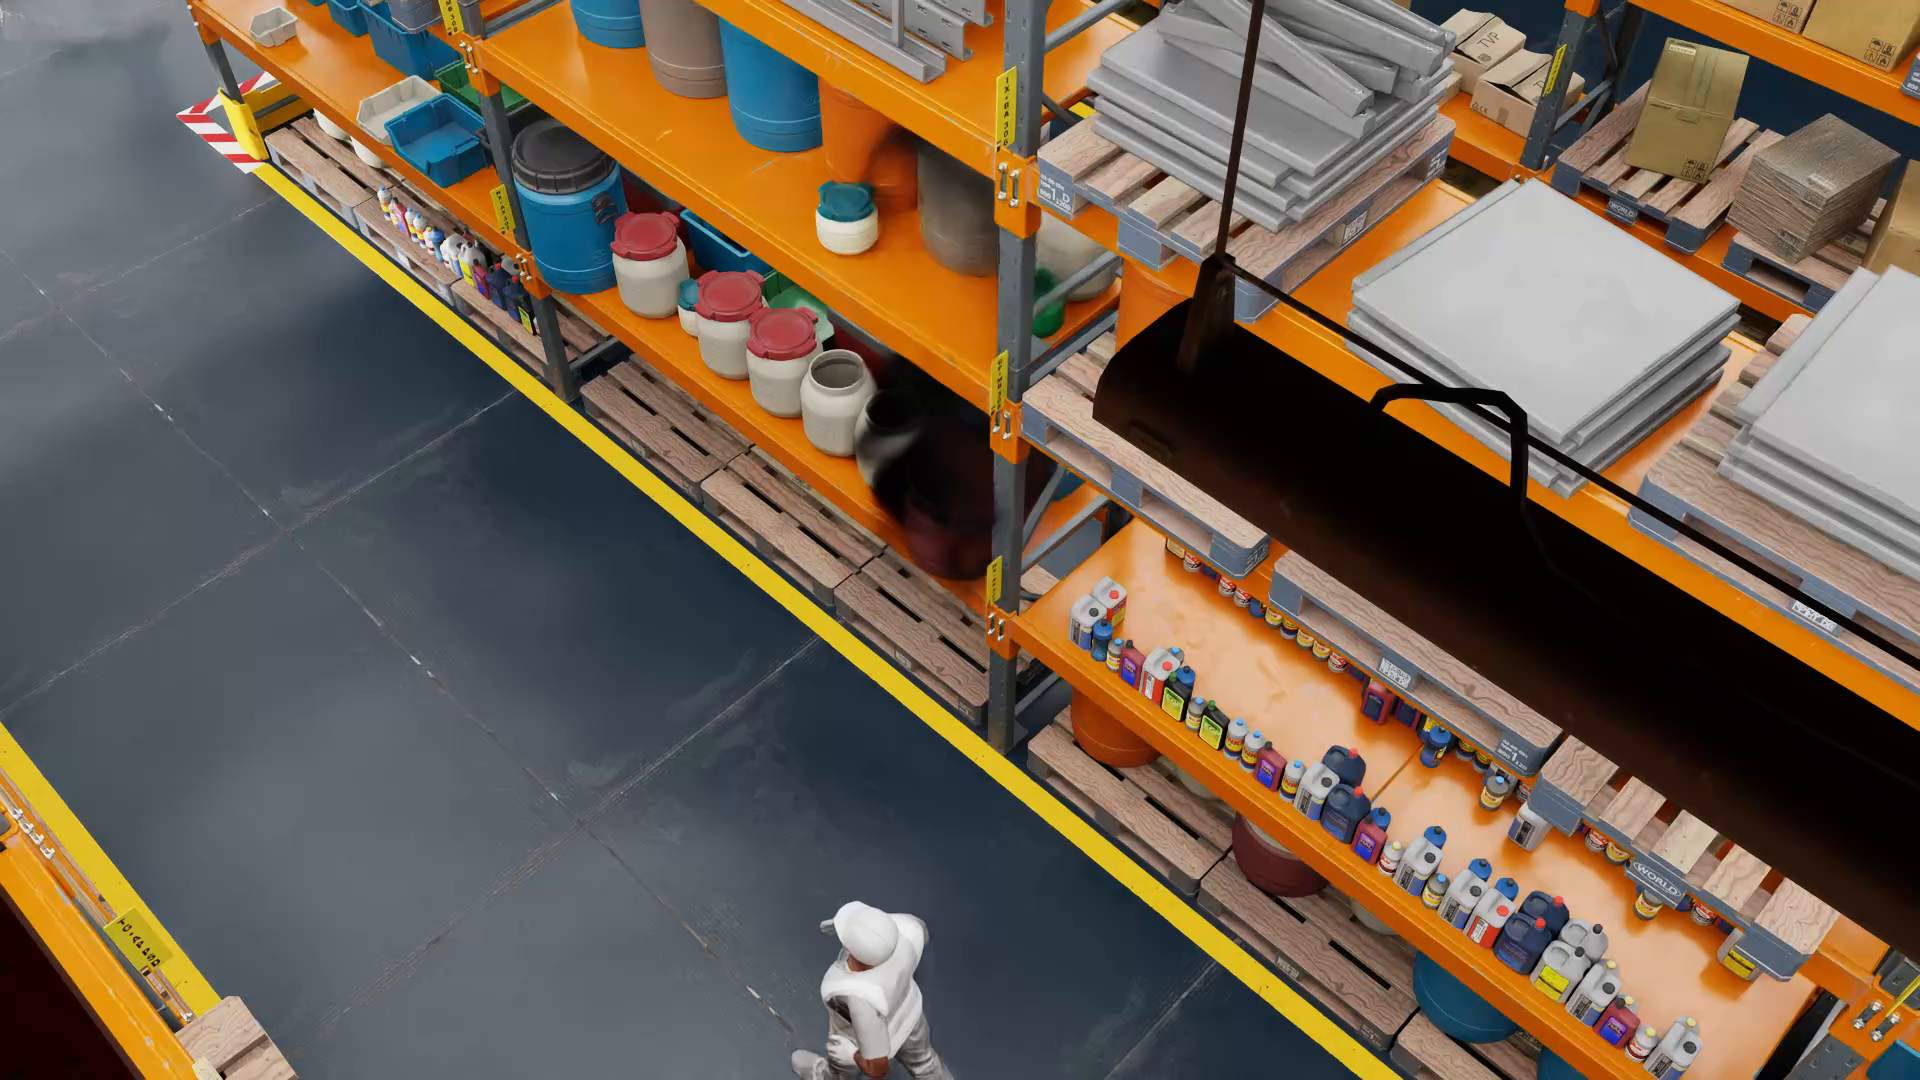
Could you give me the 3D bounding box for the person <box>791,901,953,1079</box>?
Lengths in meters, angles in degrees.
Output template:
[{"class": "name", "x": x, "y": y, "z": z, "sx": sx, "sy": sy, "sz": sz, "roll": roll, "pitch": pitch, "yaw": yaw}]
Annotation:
[{"class": "person", "x": -0.376, "y": 2.039, "z": 7.129, "sx": 0.905, "sy": 1.833, "sz": 0.684, "roll": 26, "pitch": 55, "yaw": 20}]
